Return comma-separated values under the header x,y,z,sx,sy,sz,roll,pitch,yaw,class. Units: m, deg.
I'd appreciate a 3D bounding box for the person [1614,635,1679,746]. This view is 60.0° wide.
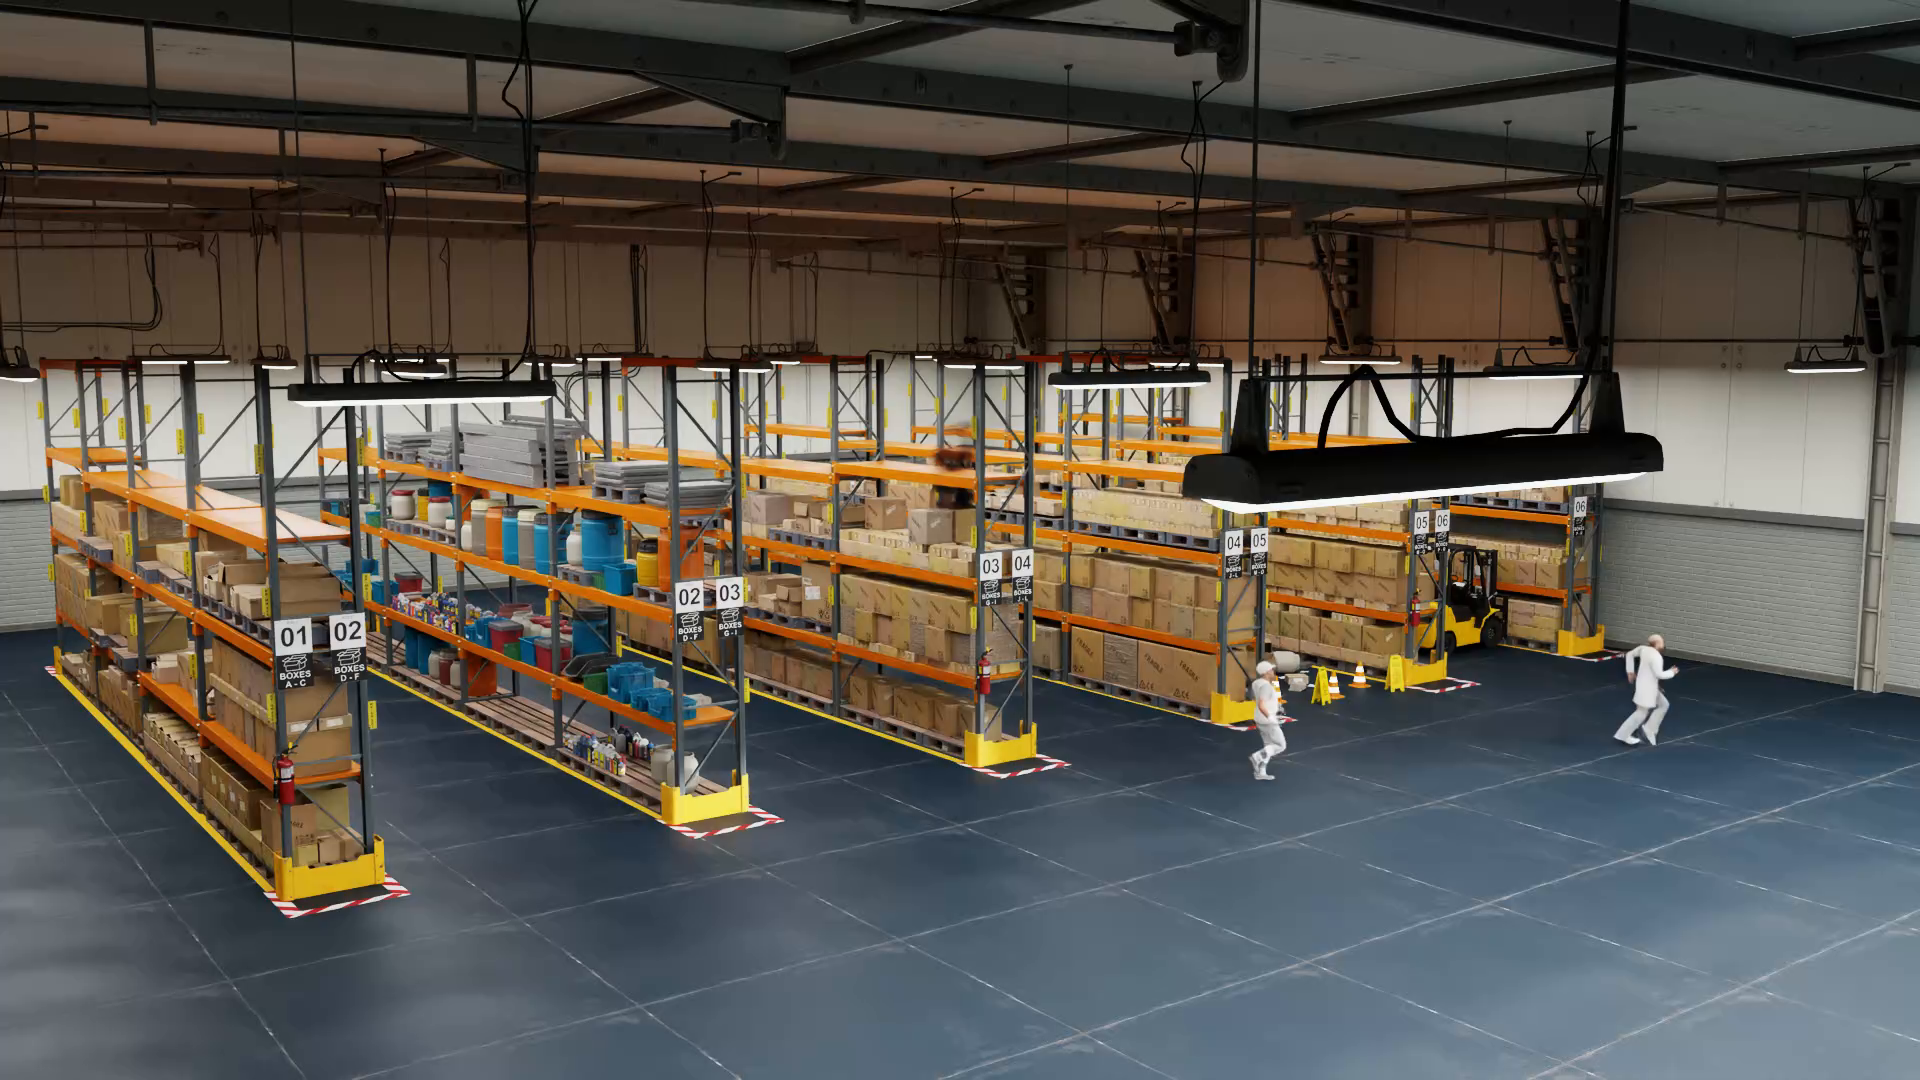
x,y,z,sx,sy,sz,roll,pitch,yaw,class
10.714,2.391,25.949,0.893,1.690,0.751,1,7,6,person

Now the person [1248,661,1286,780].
x,y,z,sx,sy,sz,roll,pitch,yaw,class
4.419,2.601,23.927,0.592,1.738,0.656,-1,7,-7,person
